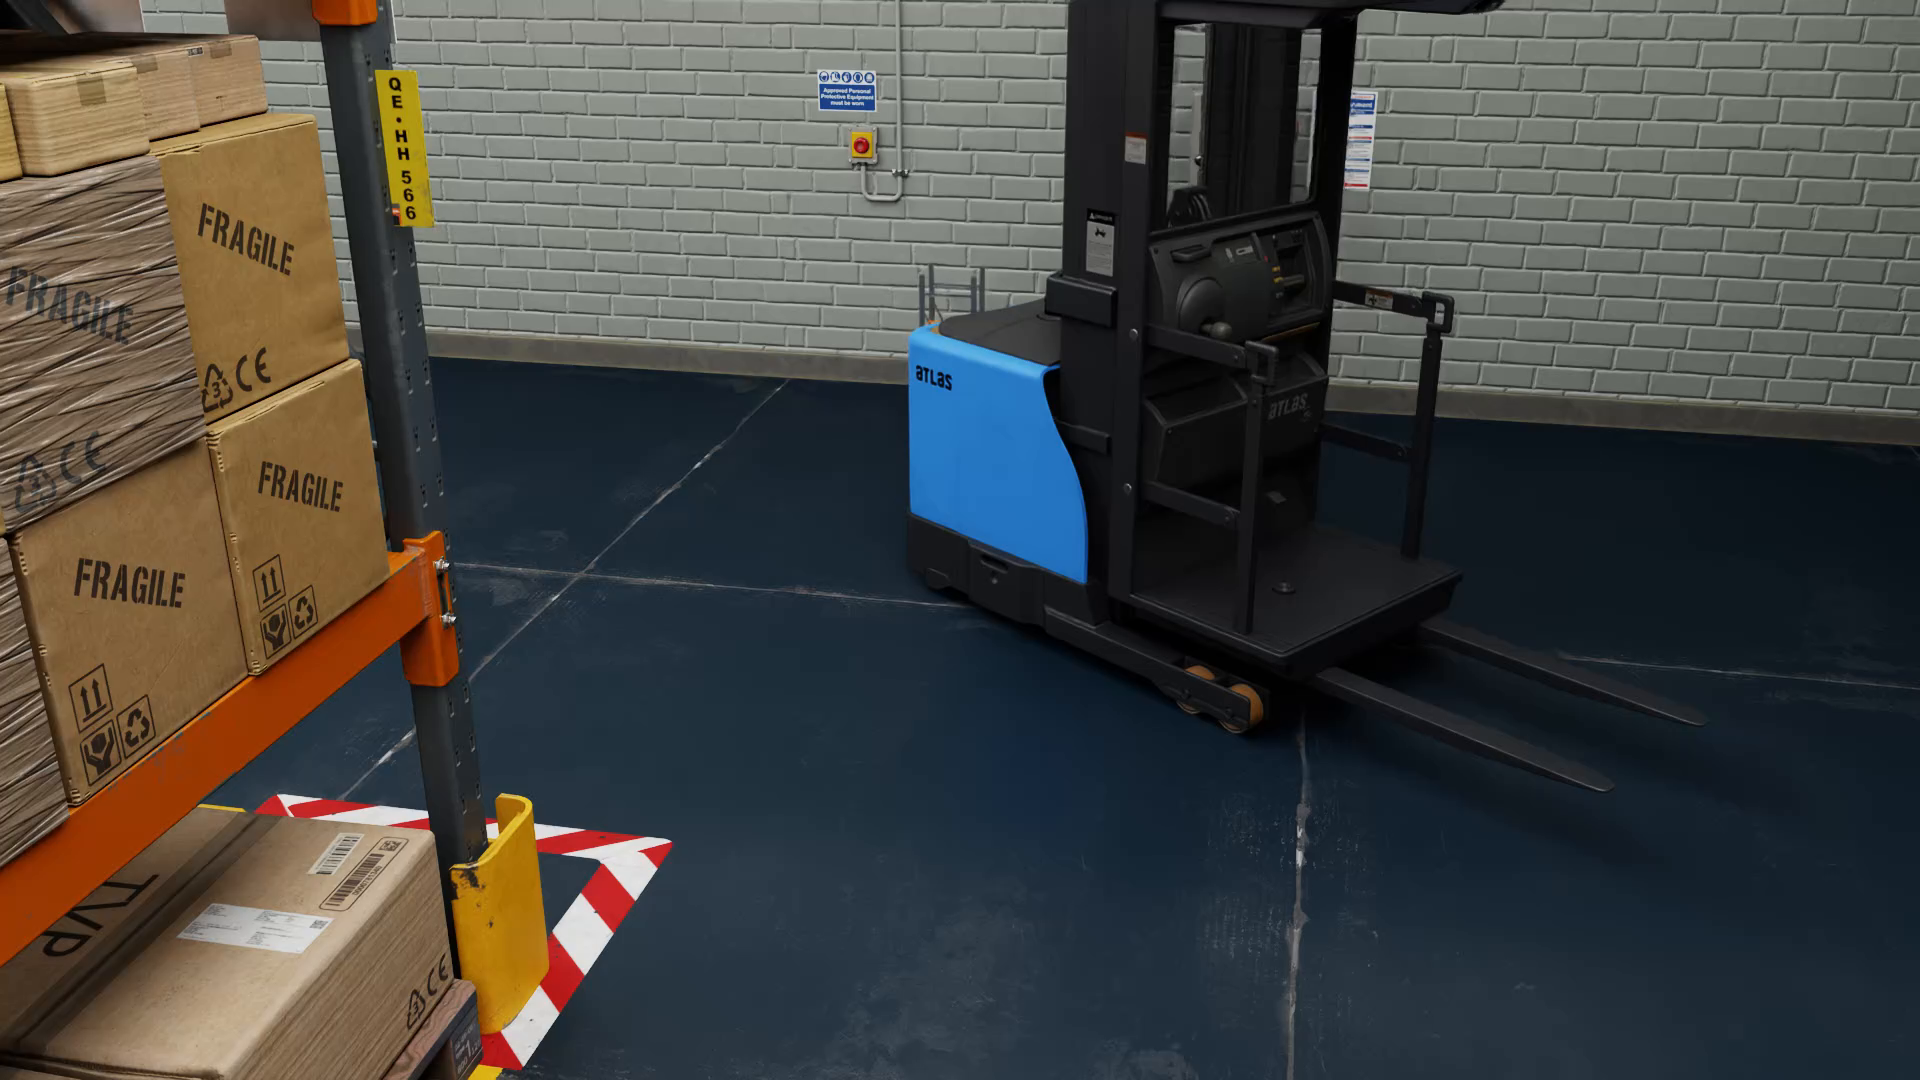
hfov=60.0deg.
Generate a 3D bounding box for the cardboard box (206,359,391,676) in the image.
[{"bbox_3d":[-1.547,-0.076,3.393,0.500,0.500,0.500,5,22,11],"label":"cardboard box"}]

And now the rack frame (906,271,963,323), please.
[{"bbox_3d":[-0.106,-0.552,7.119,0.240,1.200,0.006,4,22,11],"label":"rack frame"}]

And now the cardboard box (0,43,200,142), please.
[{"bbox_3d":[-1.613,-0.796,2.975,0.380,0.149,0.250,5,22,12],"label":"cardboard box"}]

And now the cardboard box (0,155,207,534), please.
[{"bbox_3d":[-1.650,-0.349,2.732,0.500,0.500,0.500,5,22,11],"label":"cardboard box"}]

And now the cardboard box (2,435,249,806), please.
[{"bbox_3d":[-1.664,0.106,2.940,0.500,0.500,0.500,4,22,10],"label":"cardboard box"}]

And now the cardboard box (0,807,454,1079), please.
[{"bbox_3d":[-1.744,1.016,3.682,0.875,0.438,0.875,4,22,9],"label":"cardboard box"}]

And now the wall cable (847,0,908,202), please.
[{"bbox_3d":[-0.580,-2.776,8.829,0.585,1.953,0.123,4,22,11],"label":"wall cable"}]

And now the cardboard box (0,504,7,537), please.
[{"bbox_3d":[-1.755,-0.168,2.283,0.500,0.500,0.500,4,22,11],"label":"cardboard box"}]

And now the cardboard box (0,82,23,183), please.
[{"bbox_3d":[-1.675,-0.606,2.503,0.380,0.149,0.250,5,22,12],"label":"cardboard box"}]

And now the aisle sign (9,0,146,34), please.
[{"bbox_3d":[-1.976,-1.481,3.535,0.394,0.787,0.004,4,22,11],"label":"aisle sign"}]

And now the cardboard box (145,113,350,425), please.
[{"bbox_3d":[-1.573,-0.542,3.212,0.500,0.500,0.500,5,23,13],"label":"cardboard box"}]

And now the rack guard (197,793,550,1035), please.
[{"bbox_3d":[-1.702,0.924,4.389,1.175,0.500,0.348,4,22,11],"label":"rack guard"}]

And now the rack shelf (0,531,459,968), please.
[{"bbox_3d":[-2.115,0.839,2.218,1.077,0.370,4.000,4,22,11],"label":"rack shelf"}]

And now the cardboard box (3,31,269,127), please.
[{"bbox_3d":[-1.584,-0.891,3.210,0.380,0.149,0.250,5,22,12],"label":"cardboard box"}]

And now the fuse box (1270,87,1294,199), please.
[{"bbox_3d":[1.447,-1.479,8.736,0.539,1.711,0.414,4,22,11],"label":"fuse box"}]

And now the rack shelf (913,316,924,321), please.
[{"bbox_3d":[-0.088,-0.879,7.084,0.258,0.103,0.180,4,22,11],"label":"rack shelf"}]

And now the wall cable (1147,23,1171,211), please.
[{"bbox_3d":[0.811,-2.658,8.577,0.588,1.984,0.122,4,22,11],"label":"wall cable"}]

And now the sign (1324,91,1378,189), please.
[{"bbox_3d":[1.973,-2.071,8.607,0.329,0.494,0.001,4,22,11],"label":"sign"}]

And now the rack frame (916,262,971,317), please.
[{"bbox_3d":[-0.070,-0.619,7.285,0.240,1.200,0.006,4,22,11],"label":"rack frame"}]

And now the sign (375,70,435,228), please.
[{"bbox_3d":[-1.179,-0.827,3.524,0.100,0.325,0.005,4,22,11],"label":"sign"}]

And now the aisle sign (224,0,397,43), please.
[{"bbox_3d":[-1.389,-1.435,3.421,0.394,0.787,0.004,4,22,11],"label":"aisle sign"}]

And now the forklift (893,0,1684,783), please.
[{"bbox_3d":[1.084,-0.934,5.749,1.130,2.935,3.031,-19,29,-39],"label":"forklift"}]

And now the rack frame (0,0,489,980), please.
[{"bbox_3d":[-1.707,-0.226,3.900,1.000,3.000,0.127,4,22,11],"label":"rack frame"}]

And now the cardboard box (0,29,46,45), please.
[{"bbox_3d":[-2.051,-0.929,3.304,0.380,0.149,0.250,5,22,12],"label":"cardboard box"}]

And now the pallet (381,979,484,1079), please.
[{"bbox_3d":[-1.794,1.366,3.680,1.003,0.211,1.213,4,22,11],"label":"pallet"}]

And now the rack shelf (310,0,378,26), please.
[{"bbox_3d":[-2.115,-0.553,1.658,1.077,0.370,4.000,4,22,11],"label":"rack shelf"}]

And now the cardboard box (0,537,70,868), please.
[{"bbox_3d":[-1.759,0.295,2.472,0.500,0.500,0.500,5,22,12],"label":"cardboard box"}]

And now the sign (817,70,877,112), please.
[{"bbox_3d":[-0.614,-2.442,9.039,0.327,0.218,0.001,4,22,11],"label":"sign"}]

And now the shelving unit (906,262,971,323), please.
[{"bbox_3d":[-0.088,-0.586,7.202,0.258,1.200,0.189,4,22,11],"label":"shelving unit"}]

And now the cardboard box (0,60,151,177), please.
[{"bbox_3d":[-1.583,-0.695,2.724,0.380,0.149,0.250,4,22,10],"label":"cardboard box"}]
